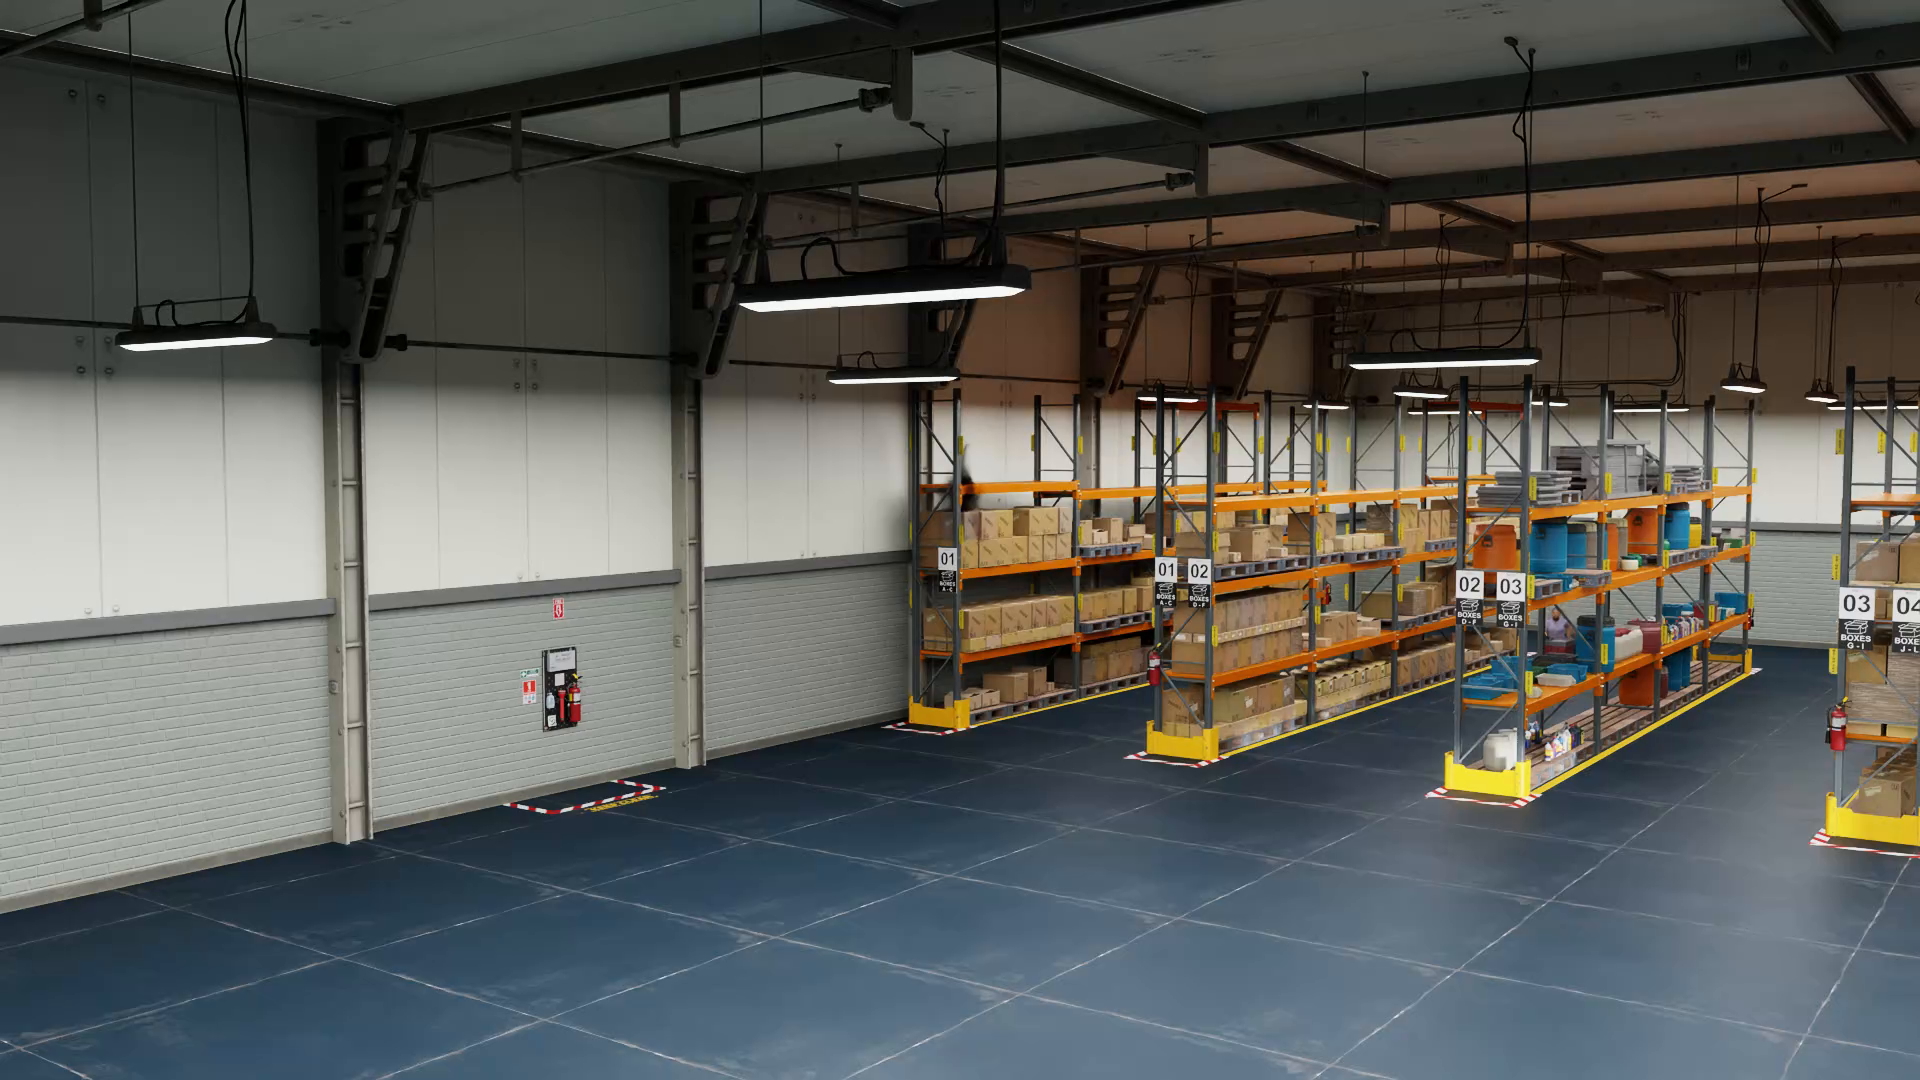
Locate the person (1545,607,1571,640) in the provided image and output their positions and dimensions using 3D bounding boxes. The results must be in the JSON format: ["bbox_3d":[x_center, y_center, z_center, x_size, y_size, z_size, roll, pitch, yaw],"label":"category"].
[{"bbox_3d":[12.528,2.210,35.001,0.595,1.621,0.884,1,3,21],"label":"person"}]
